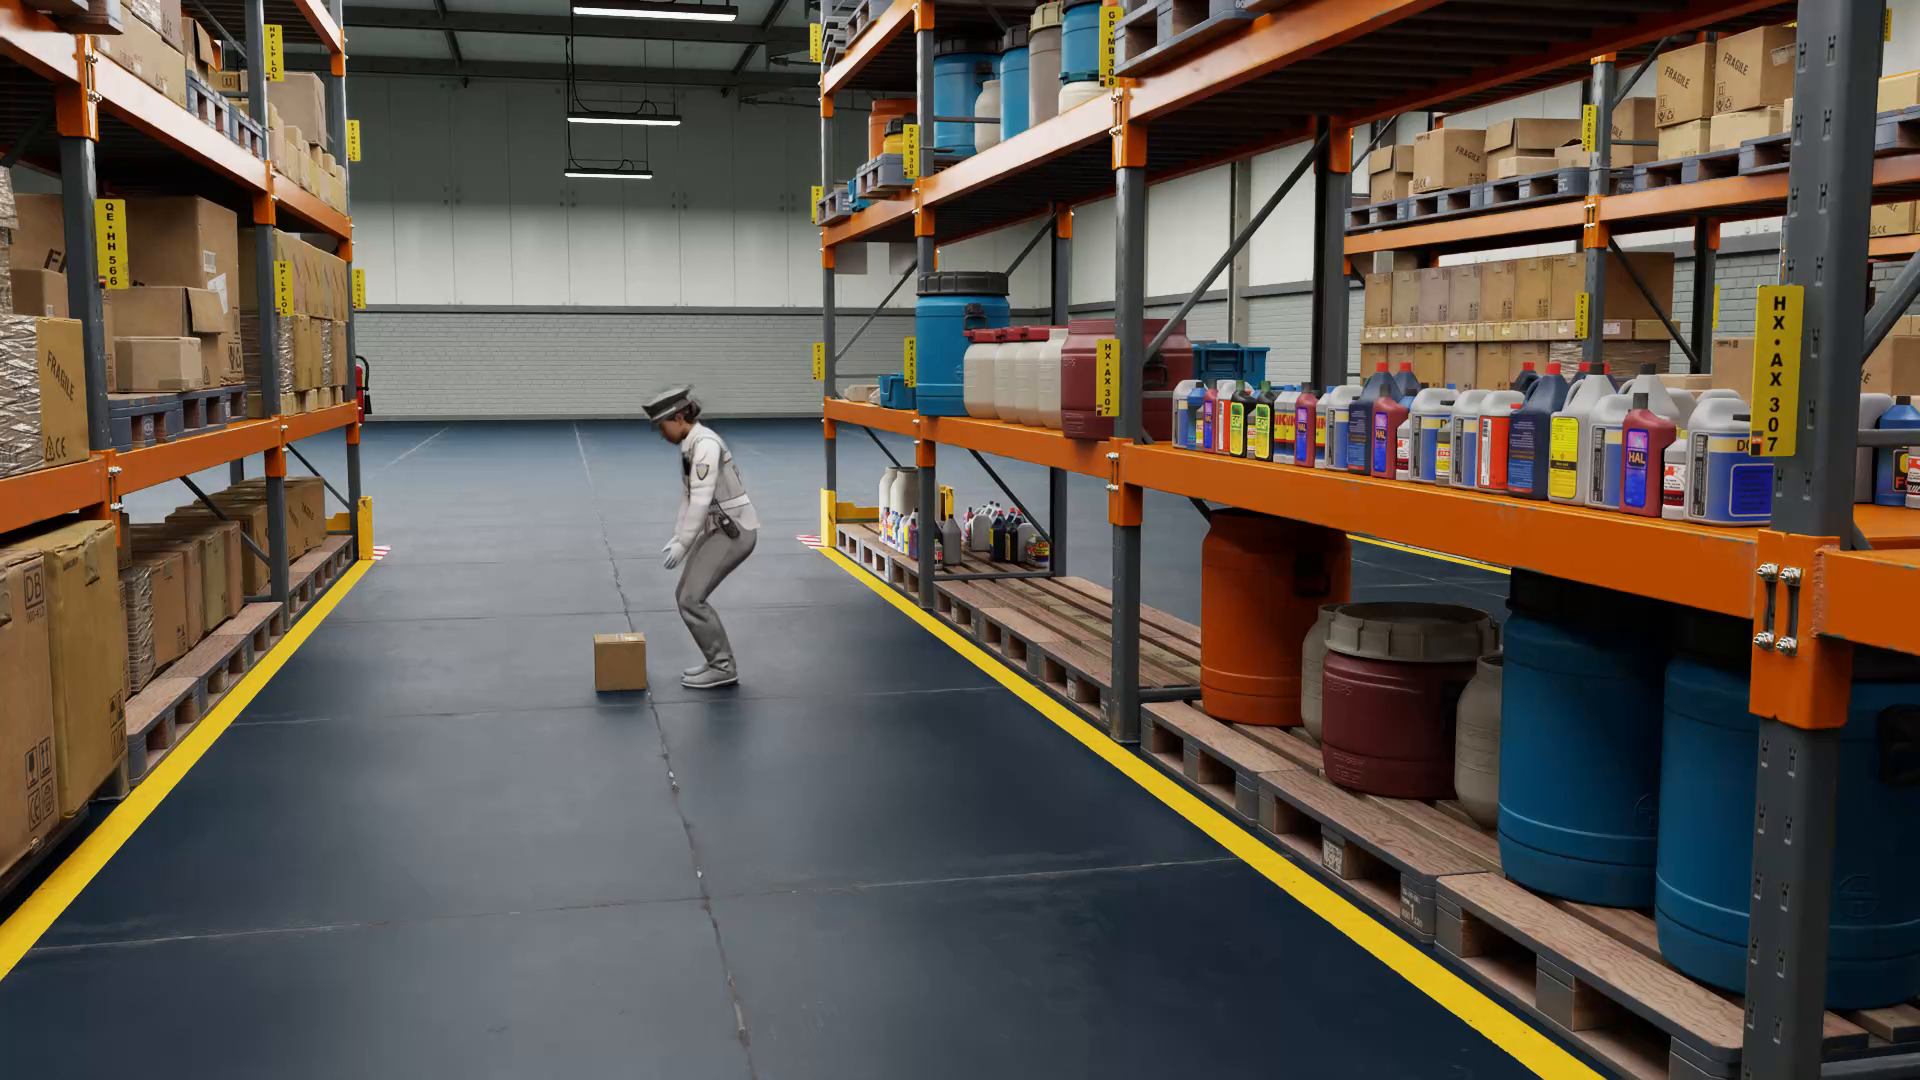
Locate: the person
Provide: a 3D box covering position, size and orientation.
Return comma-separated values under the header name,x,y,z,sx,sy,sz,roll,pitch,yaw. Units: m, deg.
name,x,y,z,sx,sy,sz,roll,pitch,yaw
person,-1.462,0.257,8.522,0.900,0.972,0.431,-2,6,-16
